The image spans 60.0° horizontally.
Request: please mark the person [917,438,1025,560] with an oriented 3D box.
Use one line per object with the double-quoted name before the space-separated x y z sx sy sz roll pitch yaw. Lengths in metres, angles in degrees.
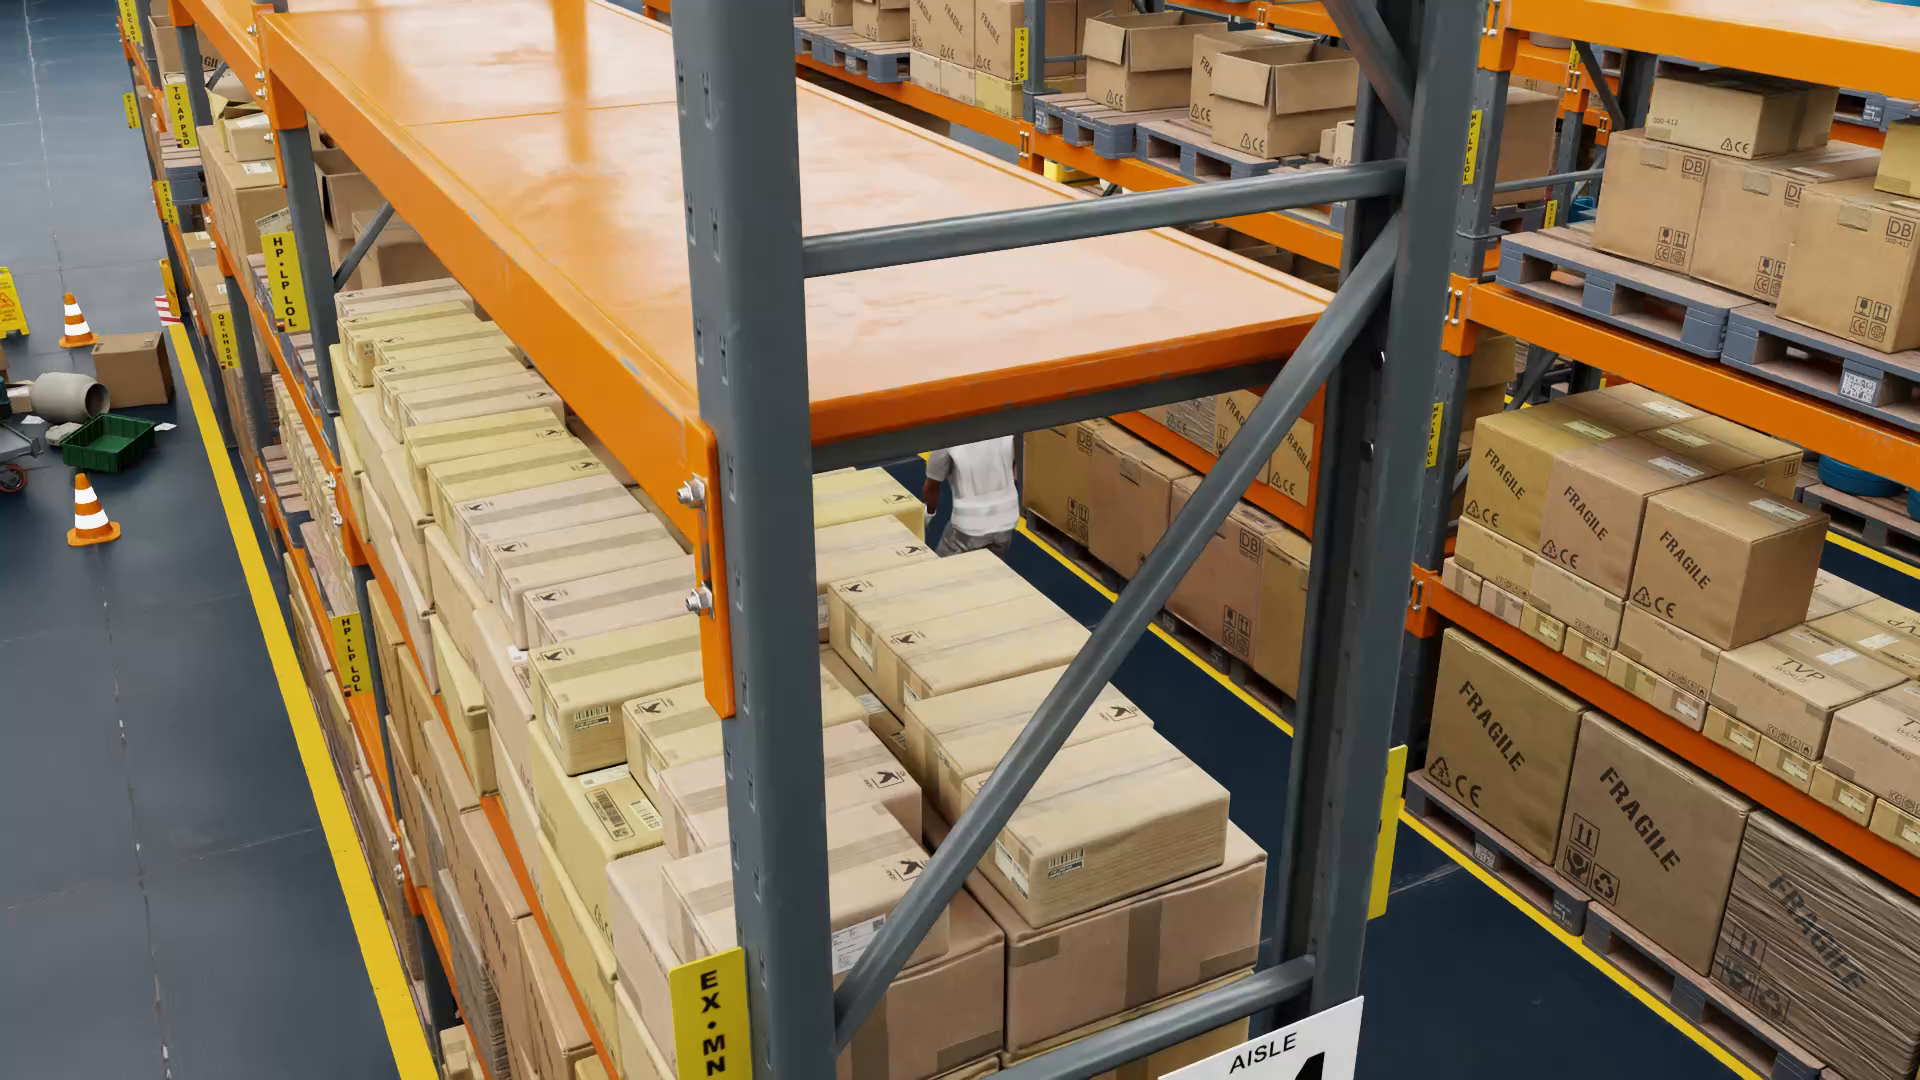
"person" 0.047 -0.069 10.168 0.612 1.440 0.756 -12 28 -24
